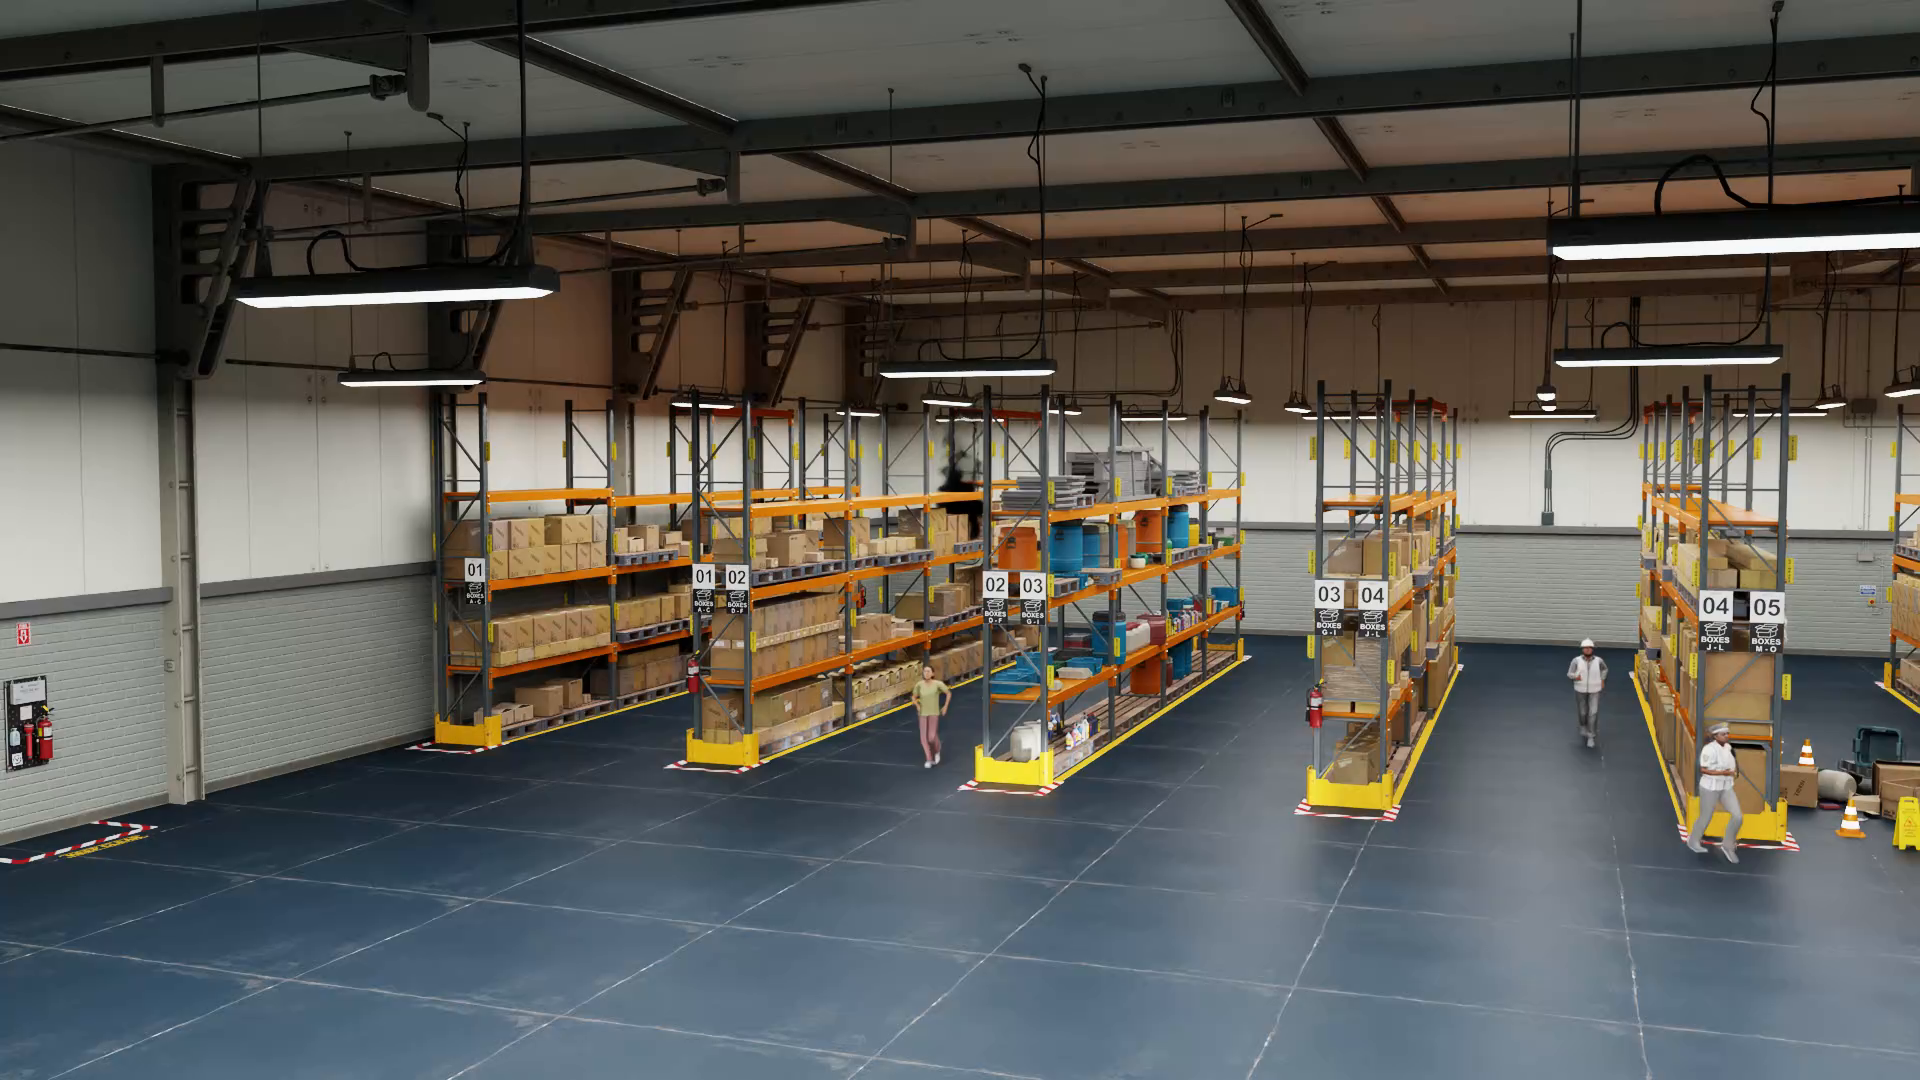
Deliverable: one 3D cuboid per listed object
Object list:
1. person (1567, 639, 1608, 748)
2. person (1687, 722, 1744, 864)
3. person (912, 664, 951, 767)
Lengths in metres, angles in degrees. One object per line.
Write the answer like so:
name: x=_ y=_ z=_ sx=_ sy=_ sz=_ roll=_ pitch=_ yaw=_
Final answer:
person: x=10.730 y=2.590 z=28.441 sx=0.658 sy=1.789 sz=0.955 roll=1 pitch=3 yaw=20
person: x=9.276 y=3.078 z=20.409 sx=0.397 sy=1.734 sz=0.661 roll=-1 pitch=3 yaw=-14
person: x=-0.481 y=2.782 z=26.283 sx=0.602 sy=1.639 sz=0.544 roll=1 pitch=3 yaw=12
